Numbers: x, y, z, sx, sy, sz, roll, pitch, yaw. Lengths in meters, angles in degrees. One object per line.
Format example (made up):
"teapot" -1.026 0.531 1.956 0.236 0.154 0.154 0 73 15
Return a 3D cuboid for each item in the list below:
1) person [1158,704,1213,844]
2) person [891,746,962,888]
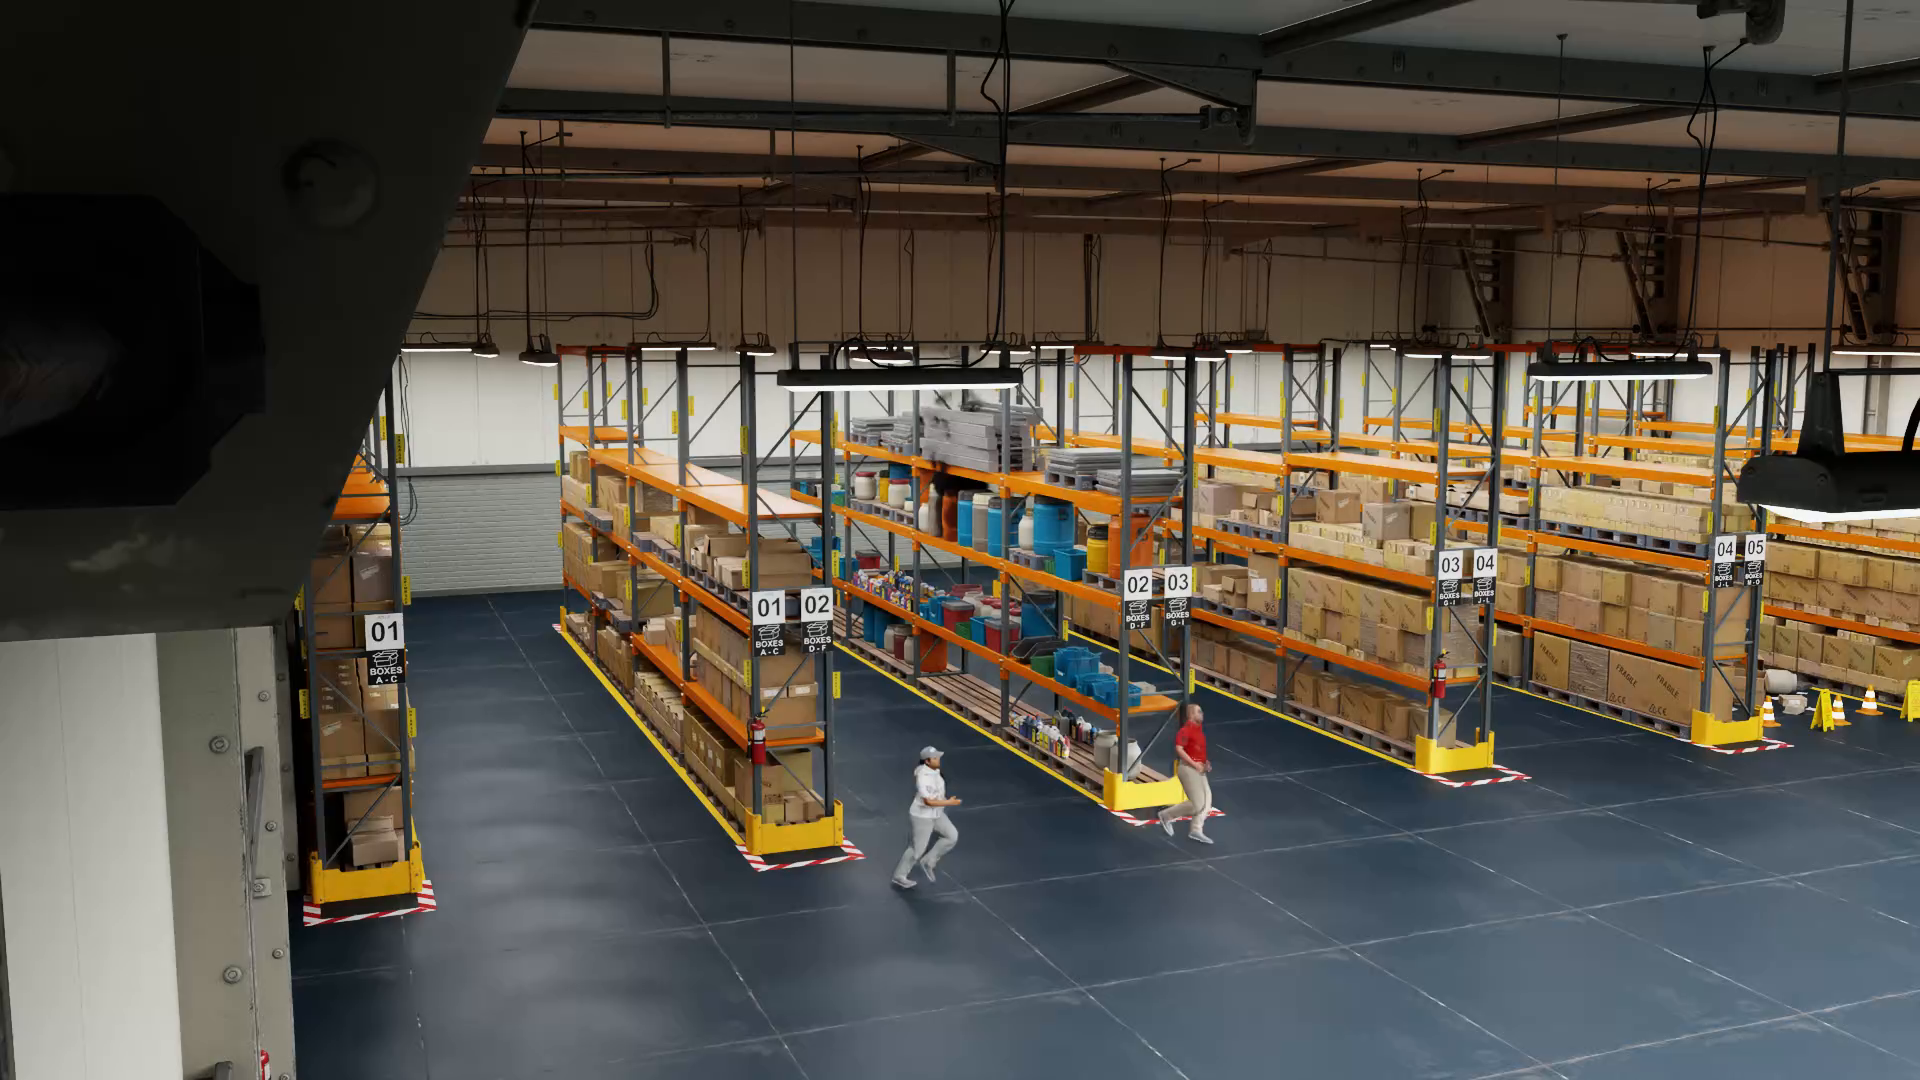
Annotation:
"person" 2.857 2.890 20.708 0.684 1.714 0.681 3 8 20
"person" -0.360 3.118 18.863 0.808 1.621 0.619 2 7 14
